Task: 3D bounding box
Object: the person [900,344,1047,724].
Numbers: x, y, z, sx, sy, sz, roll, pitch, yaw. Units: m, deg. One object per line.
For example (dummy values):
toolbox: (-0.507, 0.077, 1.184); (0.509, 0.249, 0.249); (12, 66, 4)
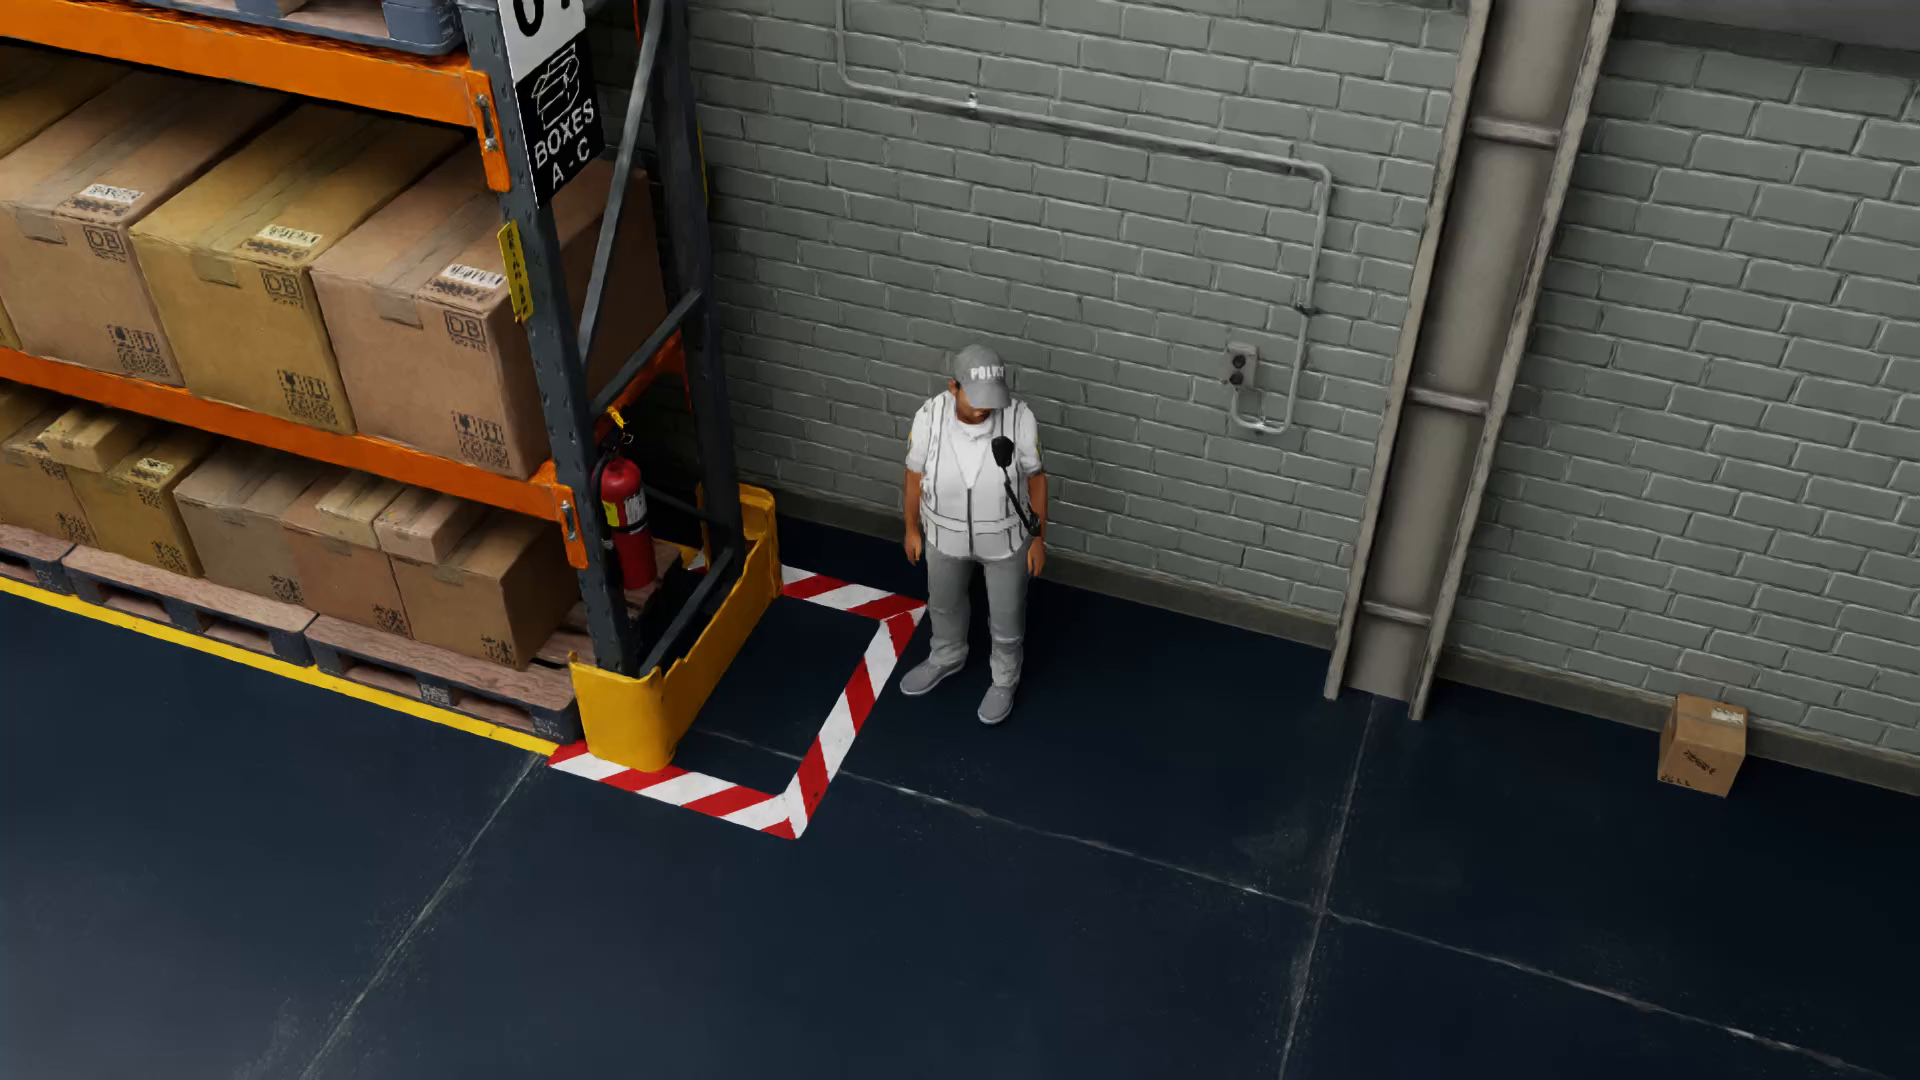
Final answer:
person: (0.043, -0.023, 6.151); (0.564, 1.675, 0.386); (7, 42, 8)
